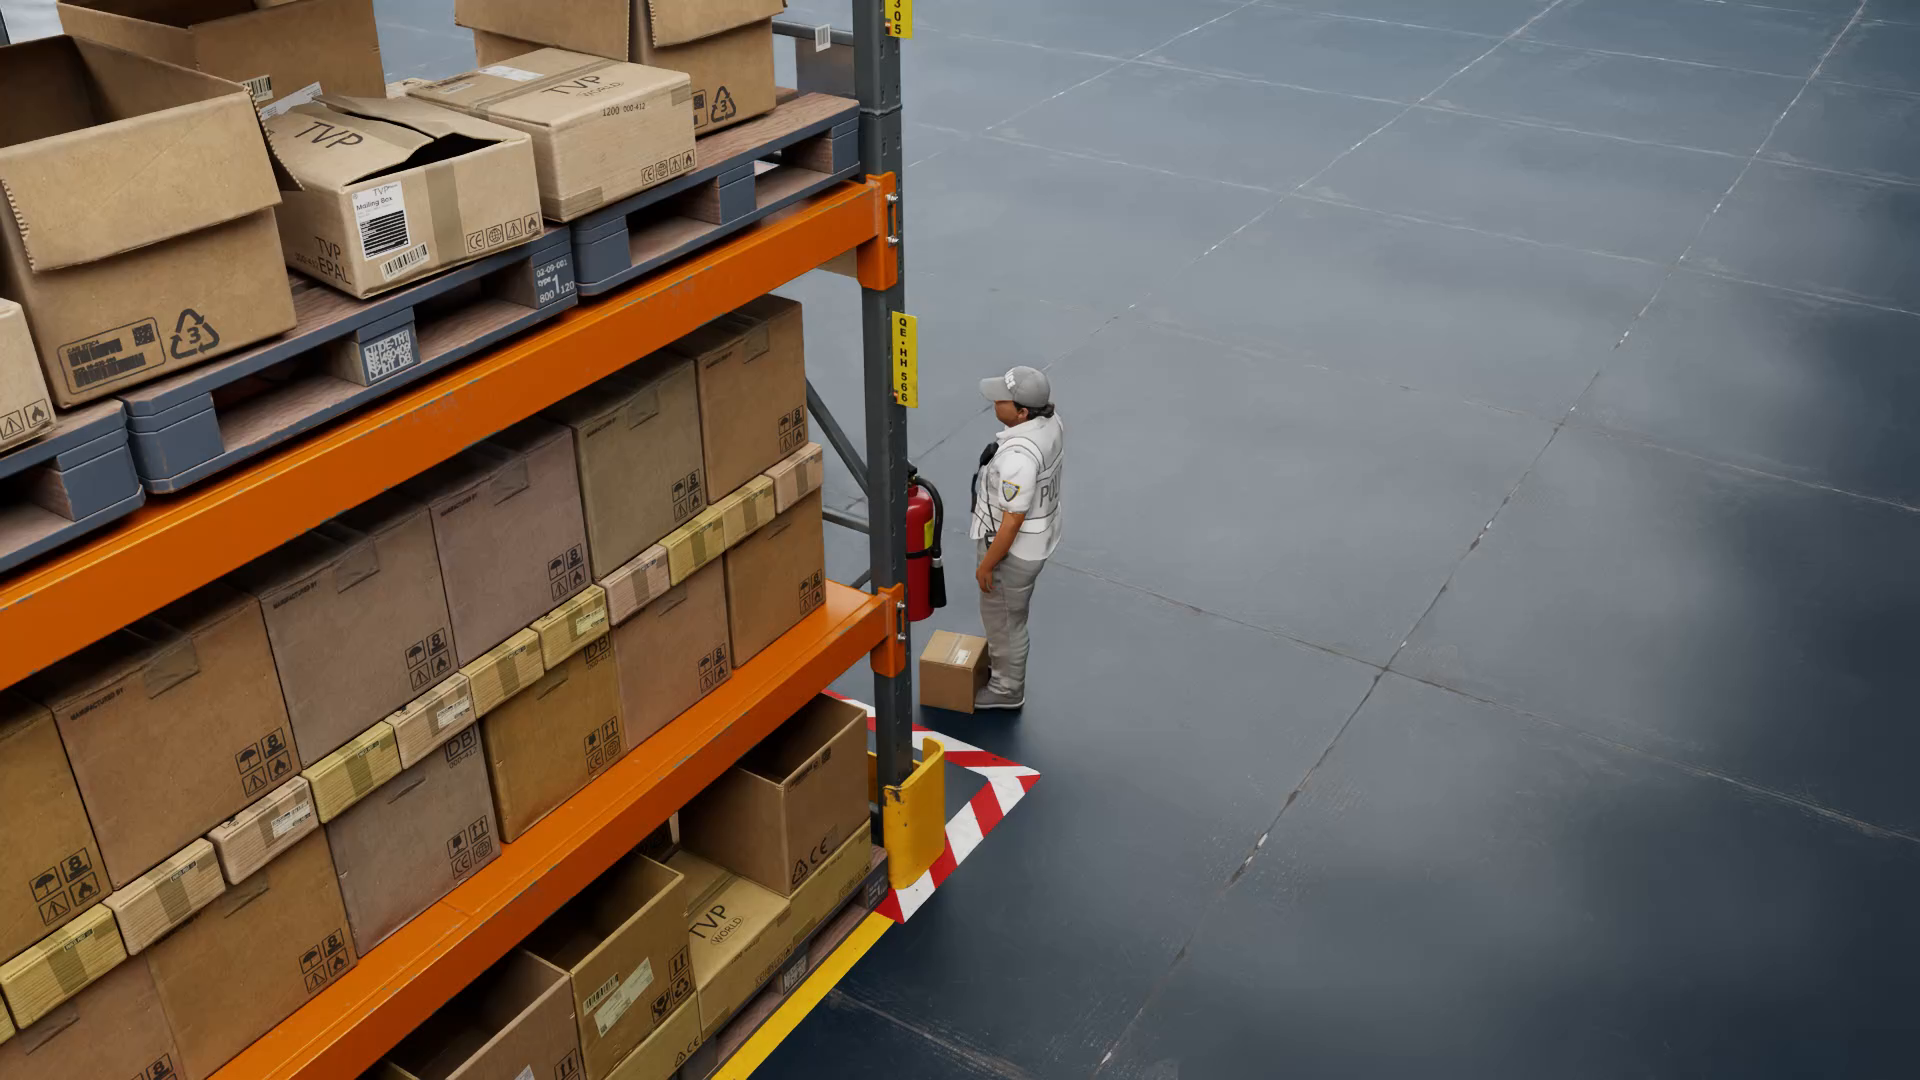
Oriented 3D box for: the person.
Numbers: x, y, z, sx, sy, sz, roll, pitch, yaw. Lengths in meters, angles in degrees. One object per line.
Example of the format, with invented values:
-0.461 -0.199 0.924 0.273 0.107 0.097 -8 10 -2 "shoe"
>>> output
0.165 -0.014 7.130 0.529 1.669 0.598 10 32 16 "person"
